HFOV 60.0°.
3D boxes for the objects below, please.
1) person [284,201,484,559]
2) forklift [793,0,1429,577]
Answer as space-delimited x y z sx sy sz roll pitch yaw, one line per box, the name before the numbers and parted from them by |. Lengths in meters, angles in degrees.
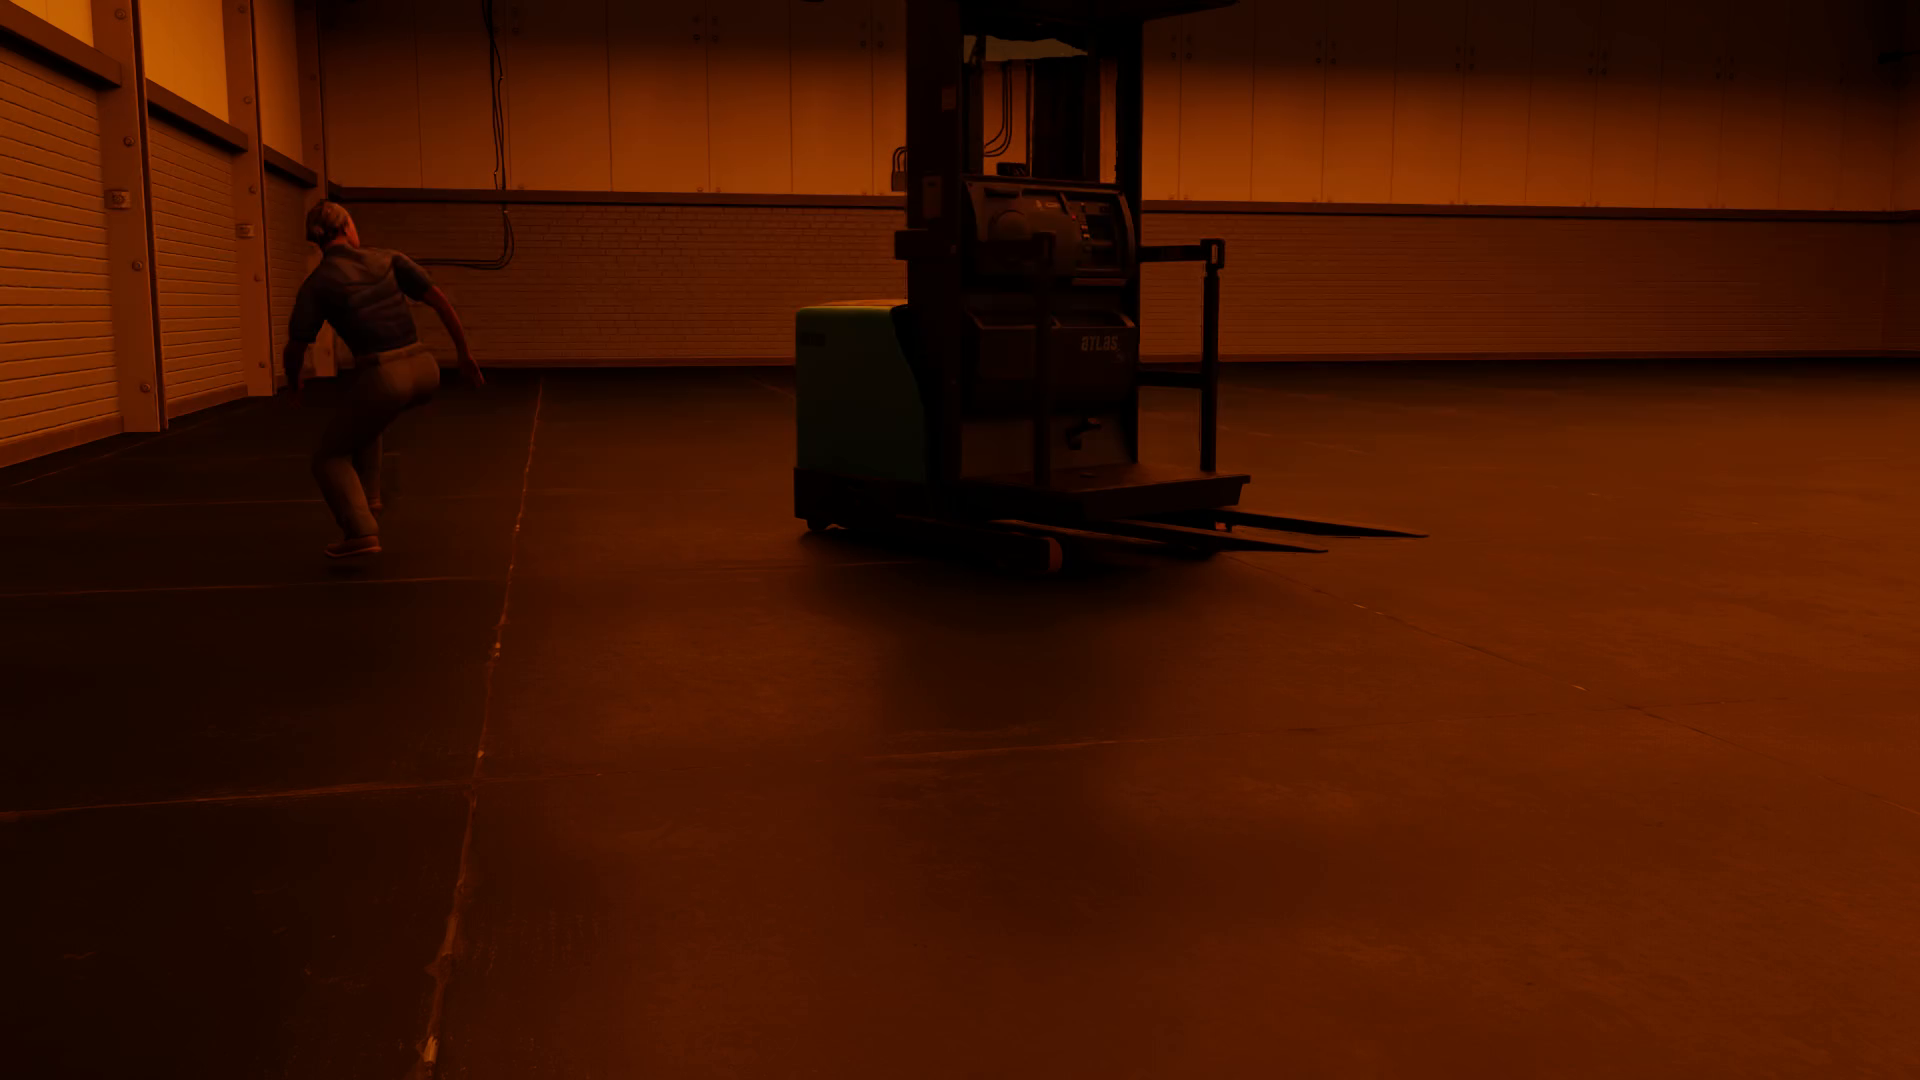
person | -2.488 -0.680 7.017 0.695 1.466 0.687 6 10 37
forklift | 0.534 -1.382 7.007 1.130 2.935 3.031 -7 10 -40
